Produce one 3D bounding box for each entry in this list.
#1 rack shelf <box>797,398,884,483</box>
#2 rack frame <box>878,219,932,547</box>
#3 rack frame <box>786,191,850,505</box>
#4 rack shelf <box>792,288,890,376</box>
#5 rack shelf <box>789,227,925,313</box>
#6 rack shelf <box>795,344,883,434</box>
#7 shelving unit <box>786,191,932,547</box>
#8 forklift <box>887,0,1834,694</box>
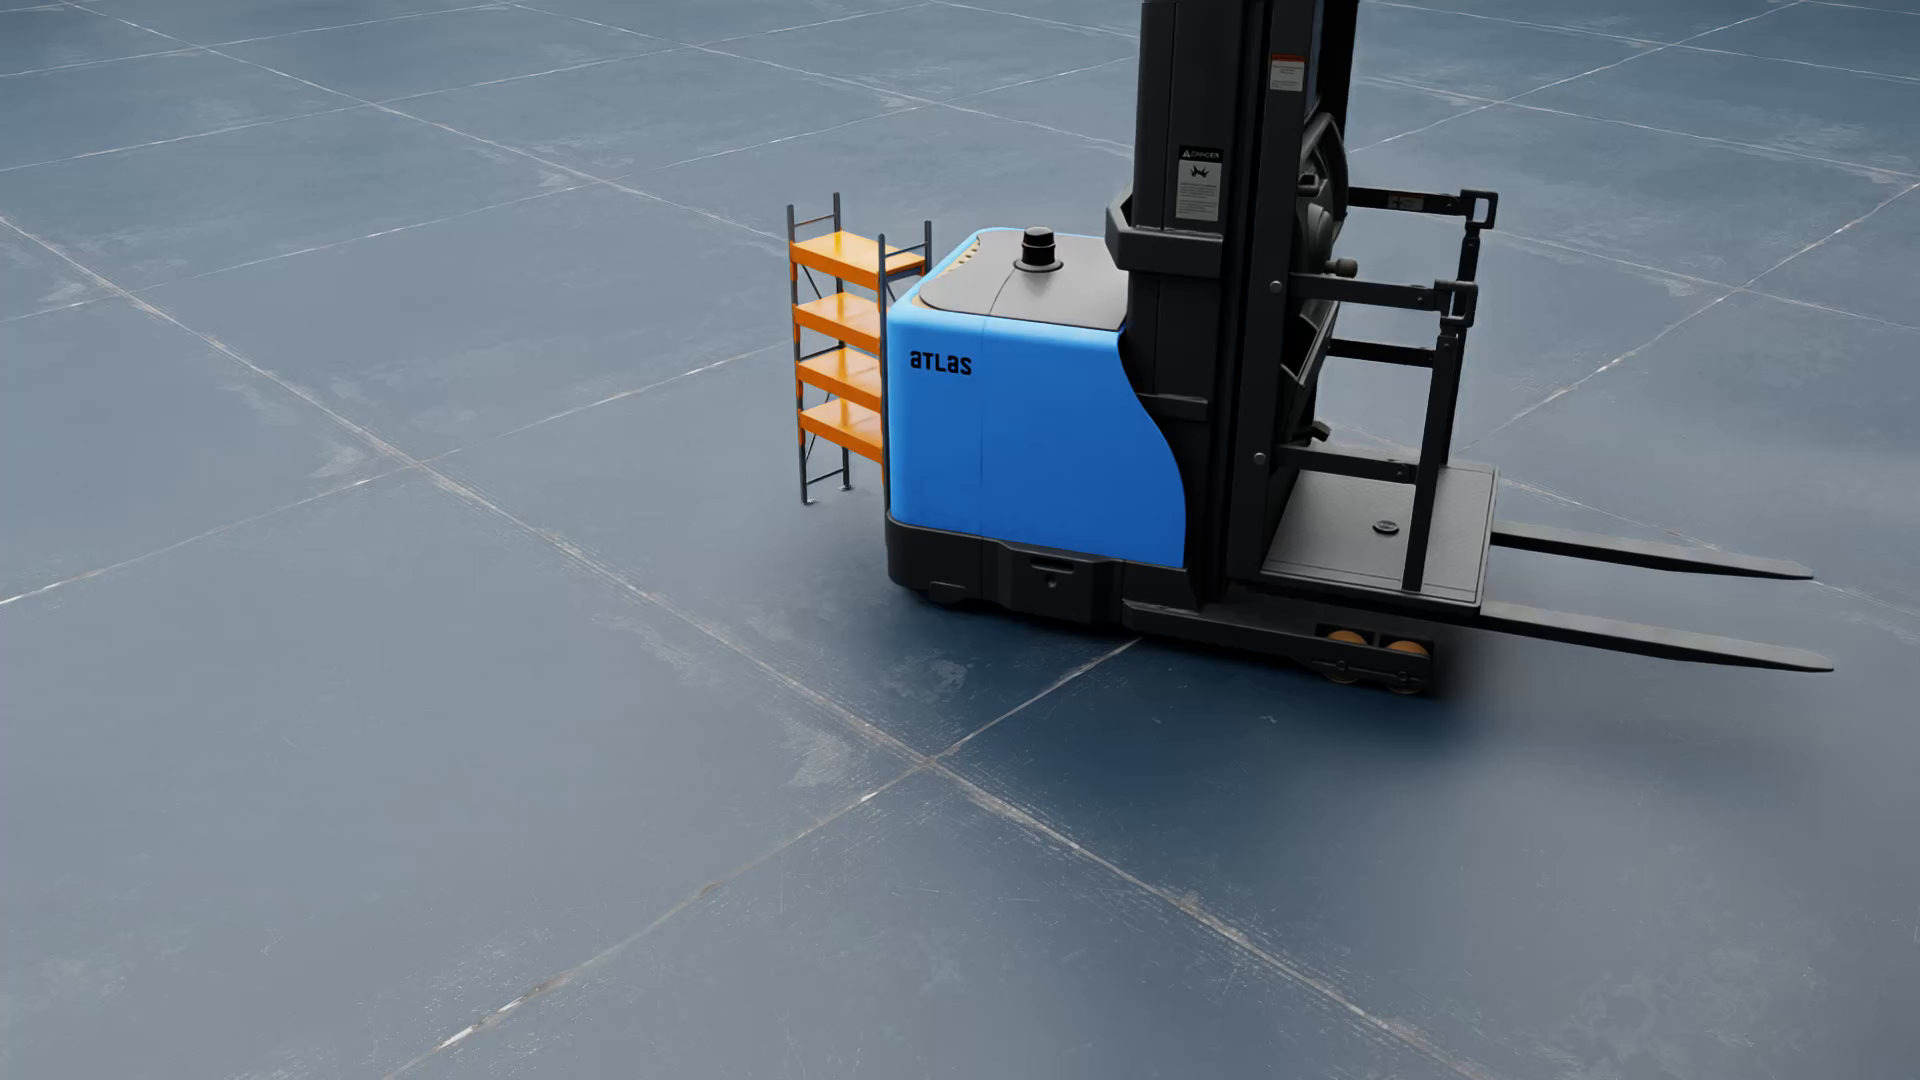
[{"bbox_3d":[-0.361,-0.391,6.276,0.258,0.148,0.480,-25,36,-38],"label":"rack shelf"},{"bbox_3d":[-0.189,-0.546,5.999,0.240,1.200,0.015,-25,36,-38],"label":"rack frame"},{"bbox_3d":[-0.532,-0.708,6.307,0.240,1.200,0.015,-25,36,-38],"label":"rack frame"},{"bbox_3d":[-0.361,-0.765,6.080,0.258,0.148,0.480,-25,36,-38],"label":"rack shelf"},{"bbox_3d":[-0.361,-0.974,5.970,0.258,0.148,0.480,-25,36,-38],"label":"rack shelf"},{"bbox_3d":[-0.361,-0.567,6.184,0.258,0.148,0.480,-25,36,-38],"label":"rack shelf"},{"bbox_3d":[-0.361,-0.627,6.153,0.258,1.200,0.503,-25,36,-38],"label":"shelving unit"},{"bbox_3d":[1.320,-1.084,5.162,3.031,2.935,1.130,9,29,17],"label":"forklift"}]
